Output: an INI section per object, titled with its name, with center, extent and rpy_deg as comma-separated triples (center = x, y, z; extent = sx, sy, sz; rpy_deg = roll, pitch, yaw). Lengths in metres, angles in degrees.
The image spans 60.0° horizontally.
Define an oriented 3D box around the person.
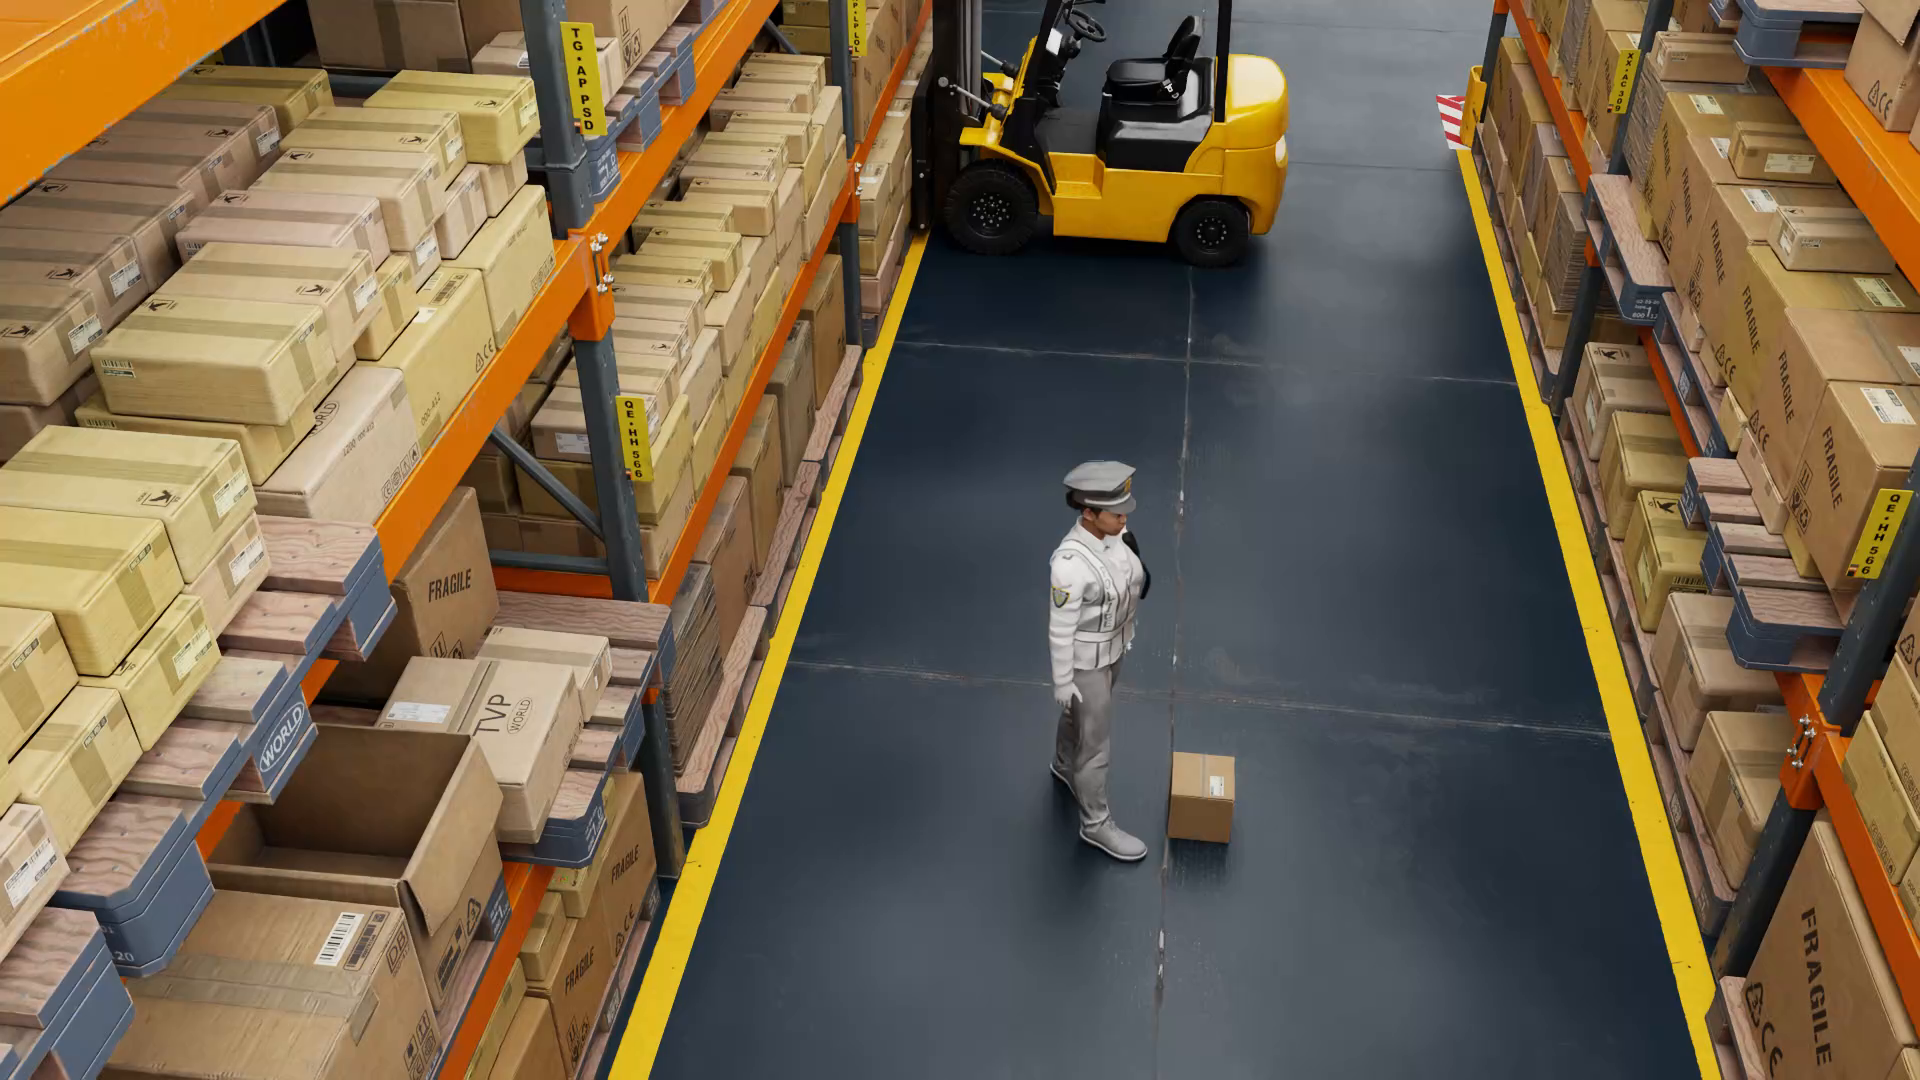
[person]
center = 0.574, 0.449, 6.412
extent = 0.557, 1.670, 0.500
rpy_deg = 18, 40, 23
